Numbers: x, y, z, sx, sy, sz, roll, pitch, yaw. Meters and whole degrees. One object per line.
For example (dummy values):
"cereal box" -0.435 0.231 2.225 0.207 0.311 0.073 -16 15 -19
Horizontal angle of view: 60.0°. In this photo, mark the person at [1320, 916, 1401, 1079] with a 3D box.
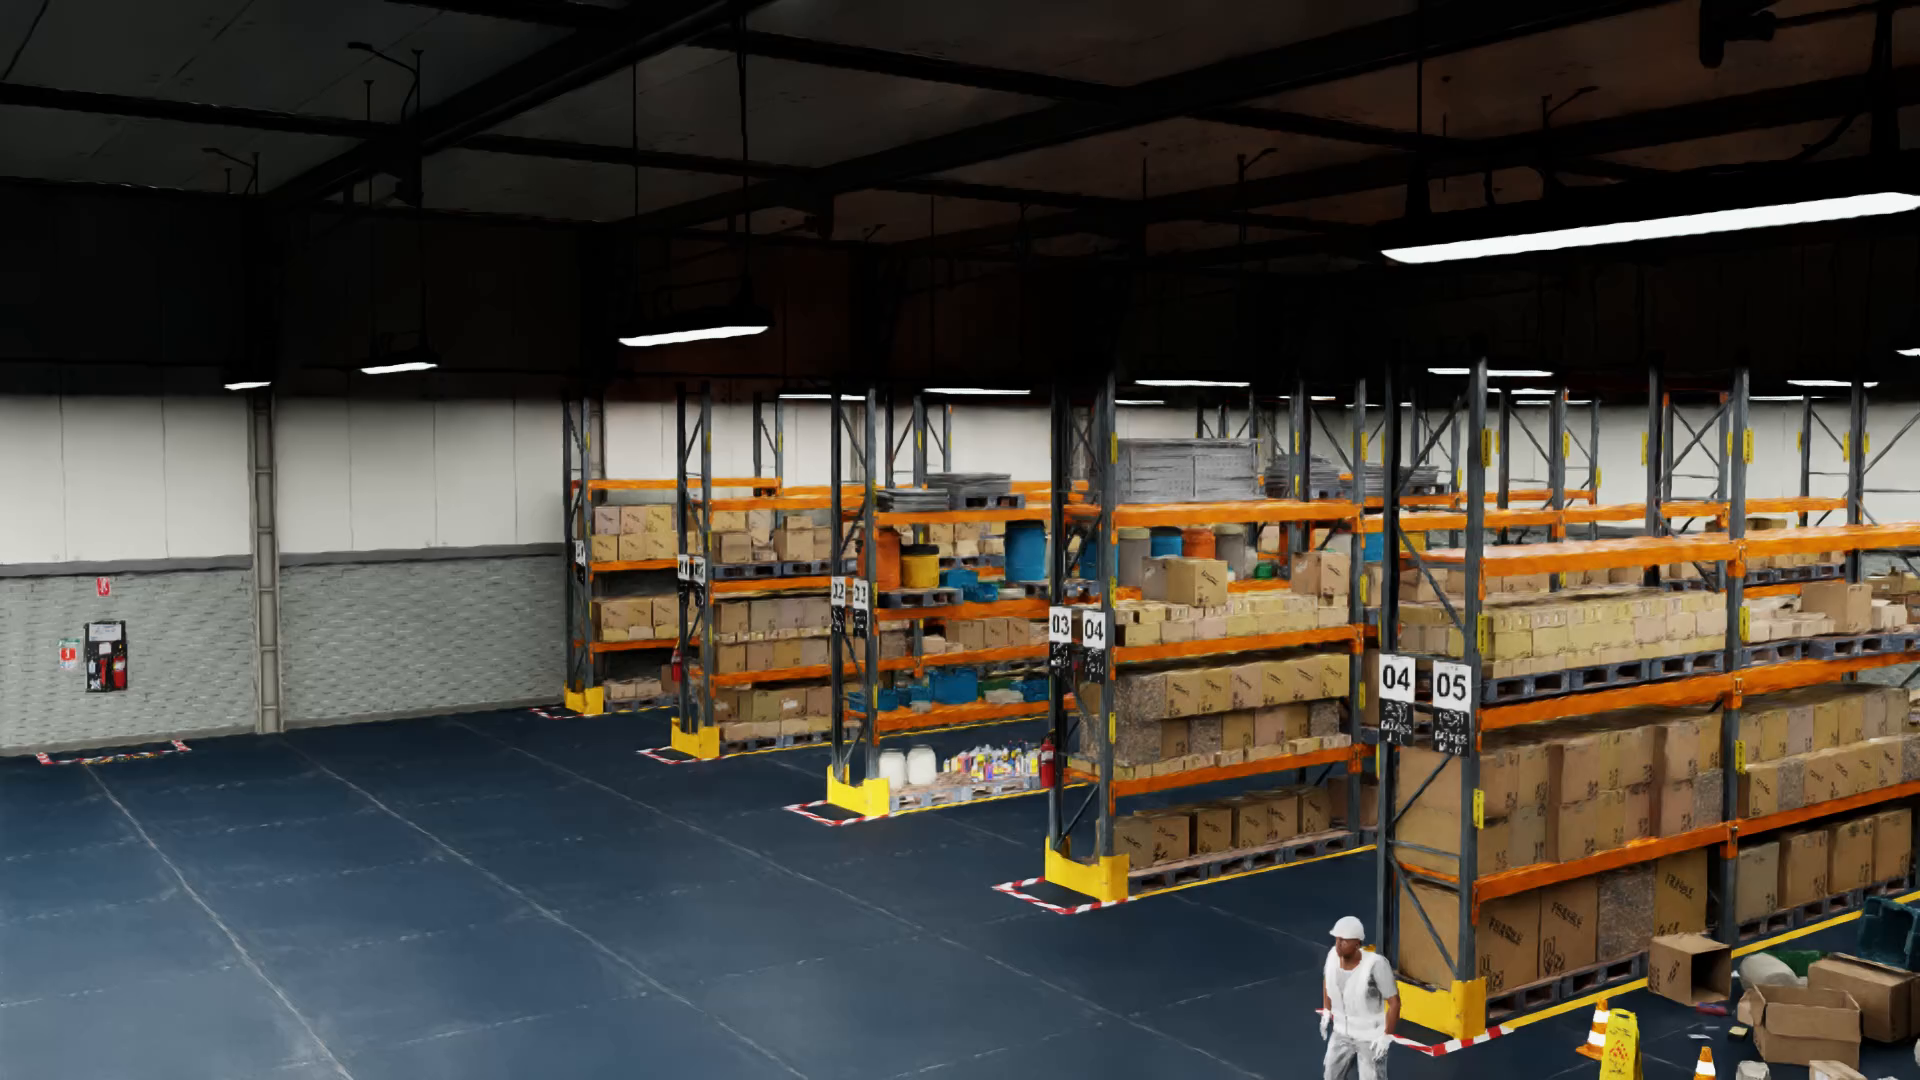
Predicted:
"person" 2.851 3.536 11.947 0.548 1.734 0.702 -3 5 -36
